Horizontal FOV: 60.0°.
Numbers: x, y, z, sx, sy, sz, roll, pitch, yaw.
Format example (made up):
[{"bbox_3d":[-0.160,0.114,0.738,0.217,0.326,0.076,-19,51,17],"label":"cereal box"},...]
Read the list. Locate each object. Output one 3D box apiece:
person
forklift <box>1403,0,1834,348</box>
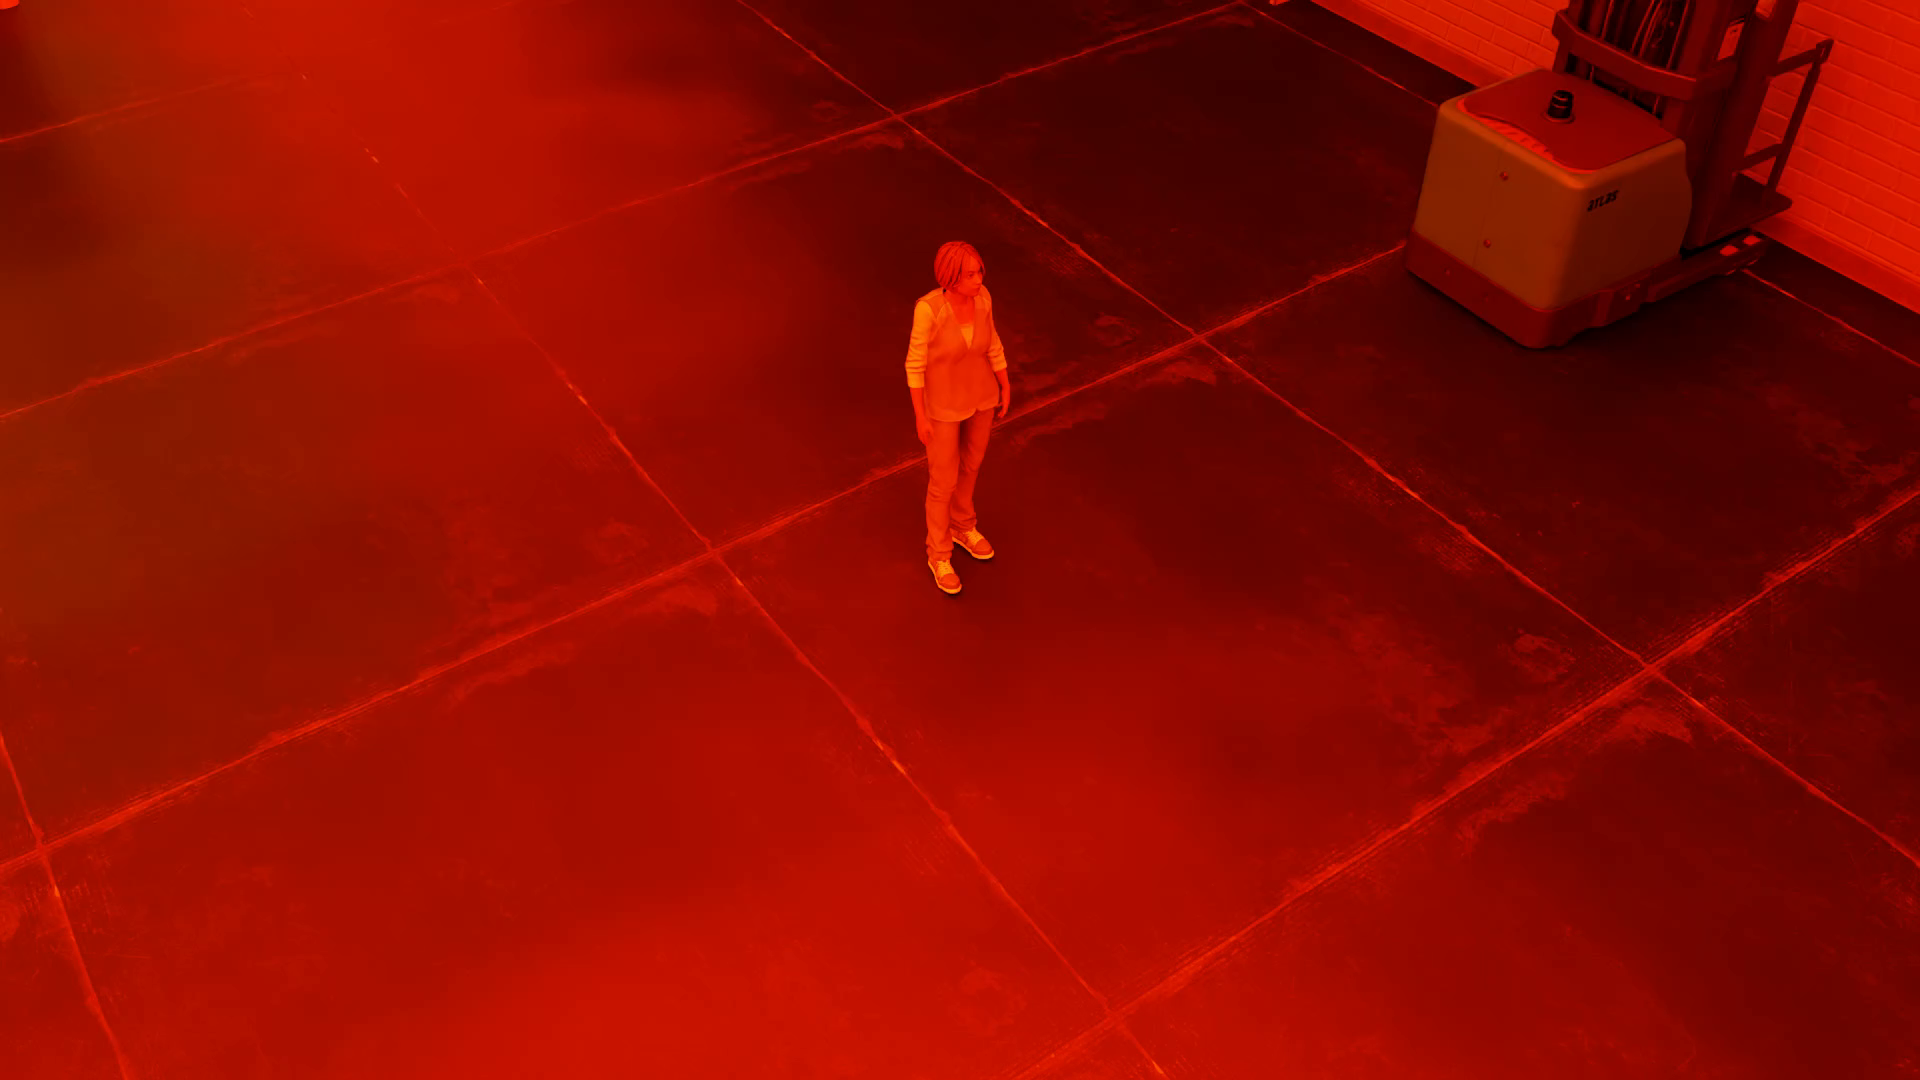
[{"bbox_3d":[0.031,-0.546,7.281,0.520,1.599,0.473,-25,48,-25],"label":"person"},{"bbox_3d":[4.044,-2.873,8.833,3.031,2.935,1.130,-23,48,-23],"label":"forklift"}]
